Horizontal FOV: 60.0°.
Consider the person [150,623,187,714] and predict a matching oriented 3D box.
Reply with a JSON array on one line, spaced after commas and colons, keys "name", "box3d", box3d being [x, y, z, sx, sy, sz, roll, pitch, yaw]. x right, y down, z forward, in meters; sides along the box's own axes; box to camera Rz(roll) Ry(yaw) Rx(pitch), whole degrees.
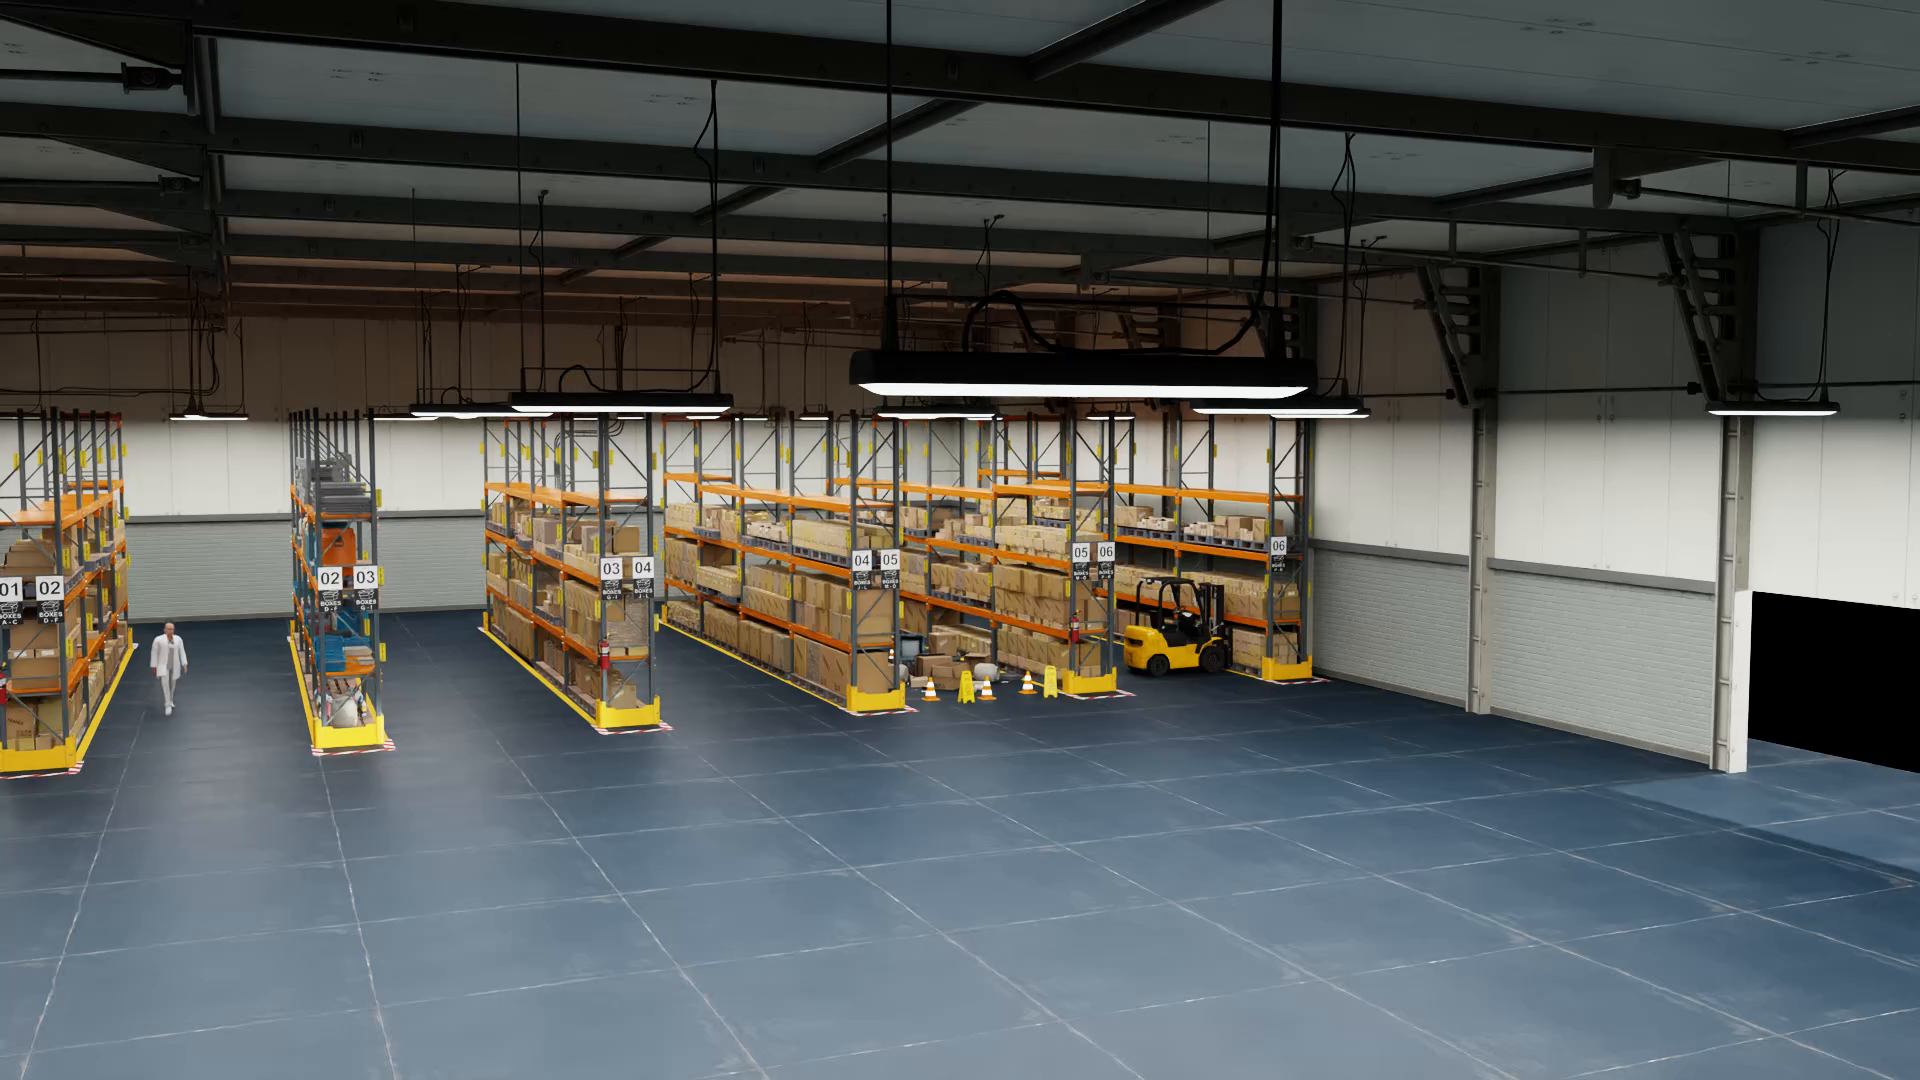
[{"name": "person", "box3d": [-15.716, 2.518, 33.032, 0.652, 1.750, 1.004, -3, 5, -40]}]
